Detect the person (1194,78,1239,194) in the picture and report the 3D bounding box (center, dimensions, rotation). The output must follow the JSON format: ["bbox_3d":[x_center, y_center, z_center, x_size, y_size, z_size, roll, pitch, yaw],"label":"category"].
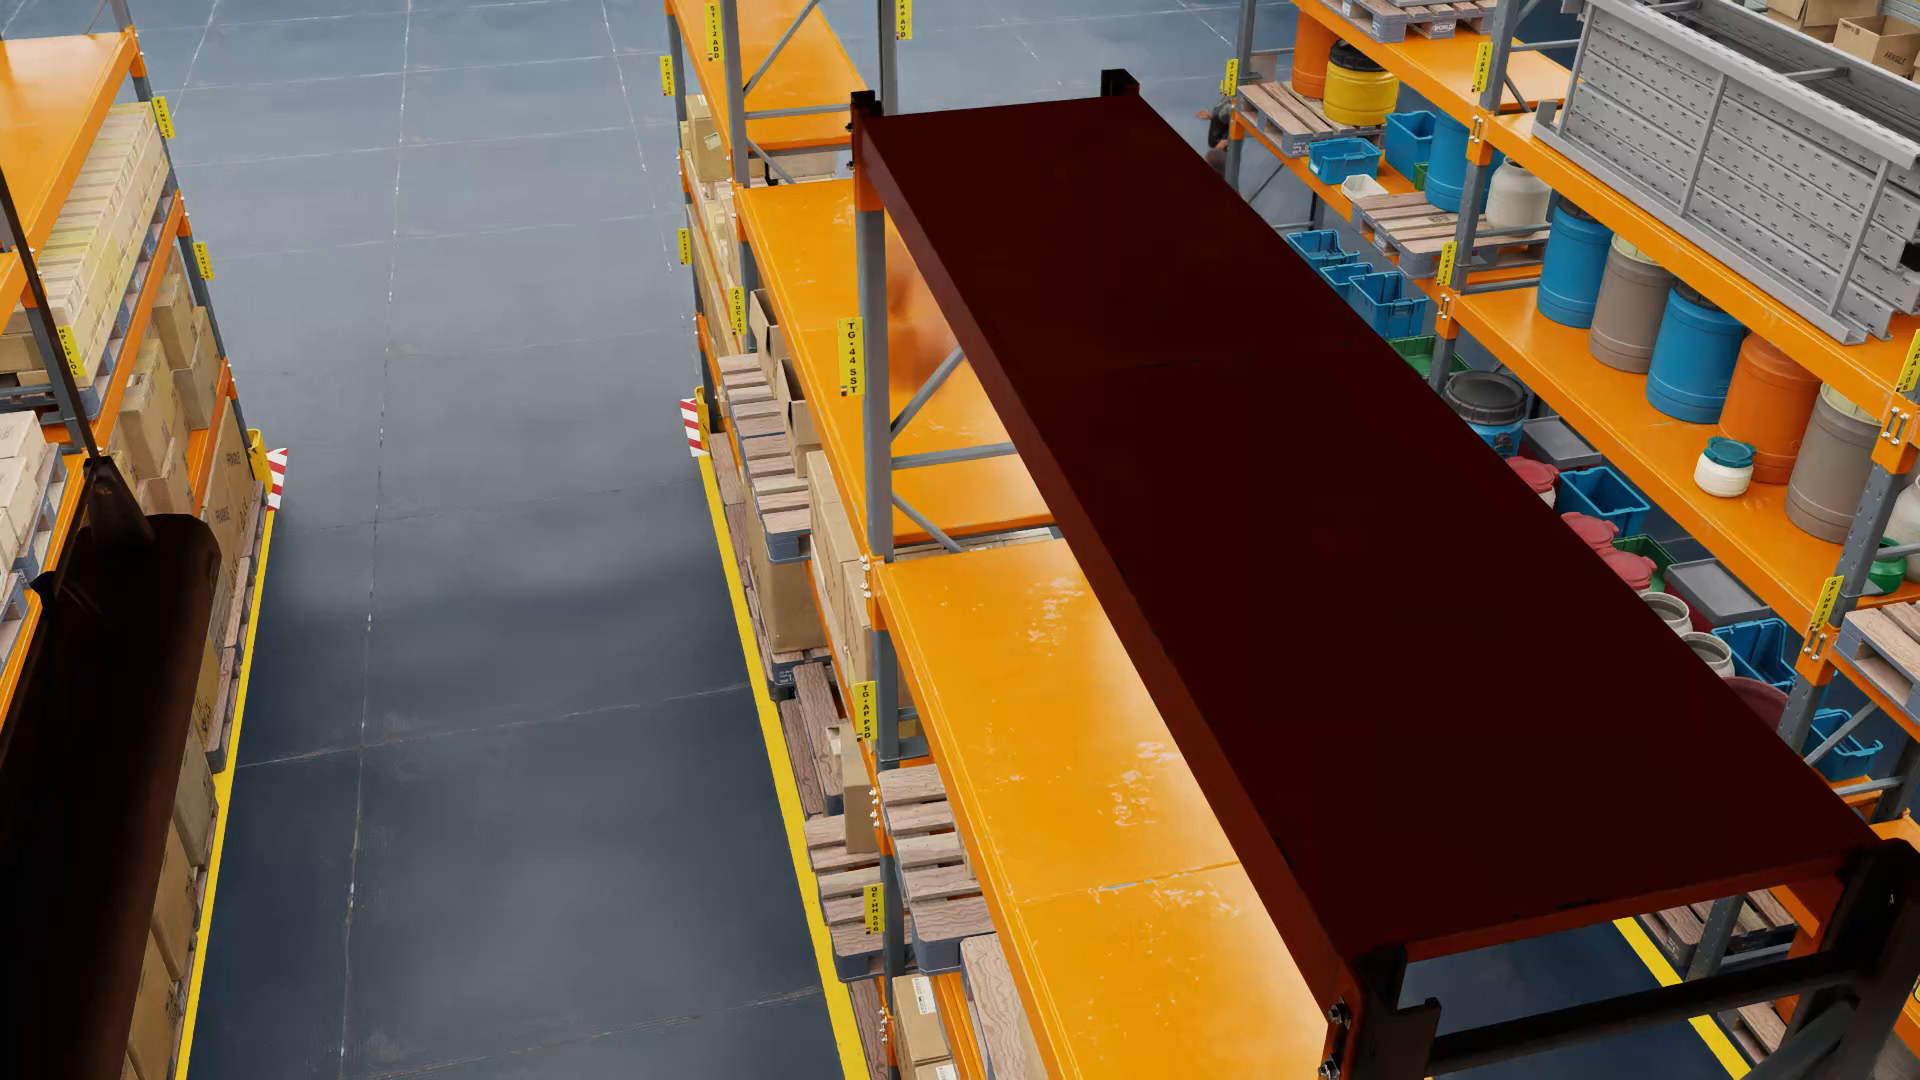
[{"bbox_3d":[3.000,-4.505,19.168,0.687,1.755,0.638,9,35,13],"label":"person"}]
